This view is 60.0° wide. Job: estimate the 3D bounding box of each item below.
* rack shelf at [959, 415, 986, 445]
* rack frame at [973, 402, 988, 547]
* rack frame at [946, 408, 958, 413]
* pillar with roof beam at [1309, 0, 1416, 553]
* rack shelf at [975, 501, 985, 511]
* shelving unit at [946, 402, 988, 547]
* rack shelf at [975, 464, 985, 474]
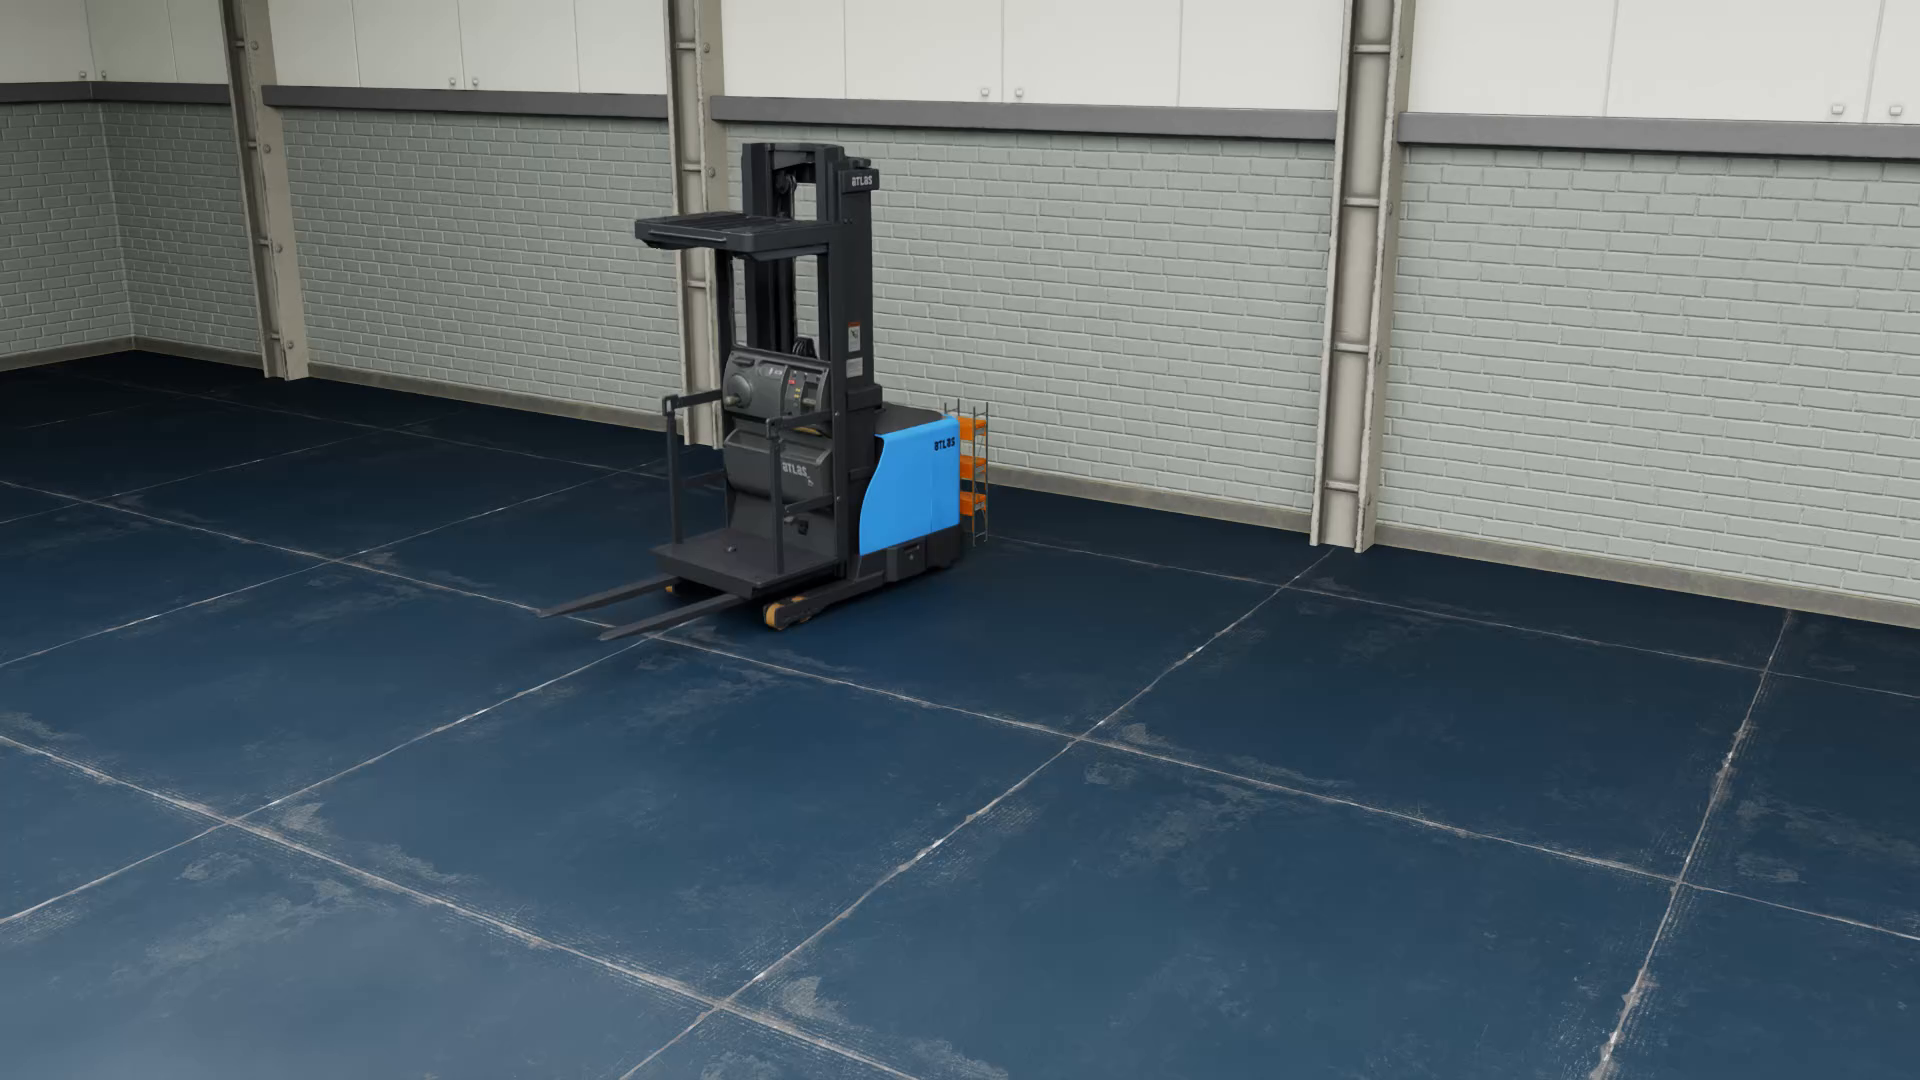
[{"bbox_3d":[0.046,-0.756,12.122,0.240,0.259,0.215,10,20,30],"label":"rack shelf"},{"bbox_3d":[0.150,-0.476,12.141,0.008,1.050,0.200,10,20,30],"label":"rack frame"},{"bbox_3d":[-0.059,-0.513,12.262,0.003,0.915,0.190,10,20,30],"label":"rack frame"},{"bbox_3d":[0.574,-3.214,7.479,0.400,9.000,9.100,10,20,30],"label":"pillar with roof beam"},{"bbox_3d":[0.046,-0.266,12.271,0.221,0.050,0.166,10,20,30],"label":"rack shelf"},{"bbox_3d":[0.047,-0.494,12.201,0.249,1.050,0.215,10,20,30],"label":"shelving unit"},{"bbox_3d":[0.046,-0.532,12.190,0.221,0.050,0.166,10,20,30],"label":"rack shelf"}]
